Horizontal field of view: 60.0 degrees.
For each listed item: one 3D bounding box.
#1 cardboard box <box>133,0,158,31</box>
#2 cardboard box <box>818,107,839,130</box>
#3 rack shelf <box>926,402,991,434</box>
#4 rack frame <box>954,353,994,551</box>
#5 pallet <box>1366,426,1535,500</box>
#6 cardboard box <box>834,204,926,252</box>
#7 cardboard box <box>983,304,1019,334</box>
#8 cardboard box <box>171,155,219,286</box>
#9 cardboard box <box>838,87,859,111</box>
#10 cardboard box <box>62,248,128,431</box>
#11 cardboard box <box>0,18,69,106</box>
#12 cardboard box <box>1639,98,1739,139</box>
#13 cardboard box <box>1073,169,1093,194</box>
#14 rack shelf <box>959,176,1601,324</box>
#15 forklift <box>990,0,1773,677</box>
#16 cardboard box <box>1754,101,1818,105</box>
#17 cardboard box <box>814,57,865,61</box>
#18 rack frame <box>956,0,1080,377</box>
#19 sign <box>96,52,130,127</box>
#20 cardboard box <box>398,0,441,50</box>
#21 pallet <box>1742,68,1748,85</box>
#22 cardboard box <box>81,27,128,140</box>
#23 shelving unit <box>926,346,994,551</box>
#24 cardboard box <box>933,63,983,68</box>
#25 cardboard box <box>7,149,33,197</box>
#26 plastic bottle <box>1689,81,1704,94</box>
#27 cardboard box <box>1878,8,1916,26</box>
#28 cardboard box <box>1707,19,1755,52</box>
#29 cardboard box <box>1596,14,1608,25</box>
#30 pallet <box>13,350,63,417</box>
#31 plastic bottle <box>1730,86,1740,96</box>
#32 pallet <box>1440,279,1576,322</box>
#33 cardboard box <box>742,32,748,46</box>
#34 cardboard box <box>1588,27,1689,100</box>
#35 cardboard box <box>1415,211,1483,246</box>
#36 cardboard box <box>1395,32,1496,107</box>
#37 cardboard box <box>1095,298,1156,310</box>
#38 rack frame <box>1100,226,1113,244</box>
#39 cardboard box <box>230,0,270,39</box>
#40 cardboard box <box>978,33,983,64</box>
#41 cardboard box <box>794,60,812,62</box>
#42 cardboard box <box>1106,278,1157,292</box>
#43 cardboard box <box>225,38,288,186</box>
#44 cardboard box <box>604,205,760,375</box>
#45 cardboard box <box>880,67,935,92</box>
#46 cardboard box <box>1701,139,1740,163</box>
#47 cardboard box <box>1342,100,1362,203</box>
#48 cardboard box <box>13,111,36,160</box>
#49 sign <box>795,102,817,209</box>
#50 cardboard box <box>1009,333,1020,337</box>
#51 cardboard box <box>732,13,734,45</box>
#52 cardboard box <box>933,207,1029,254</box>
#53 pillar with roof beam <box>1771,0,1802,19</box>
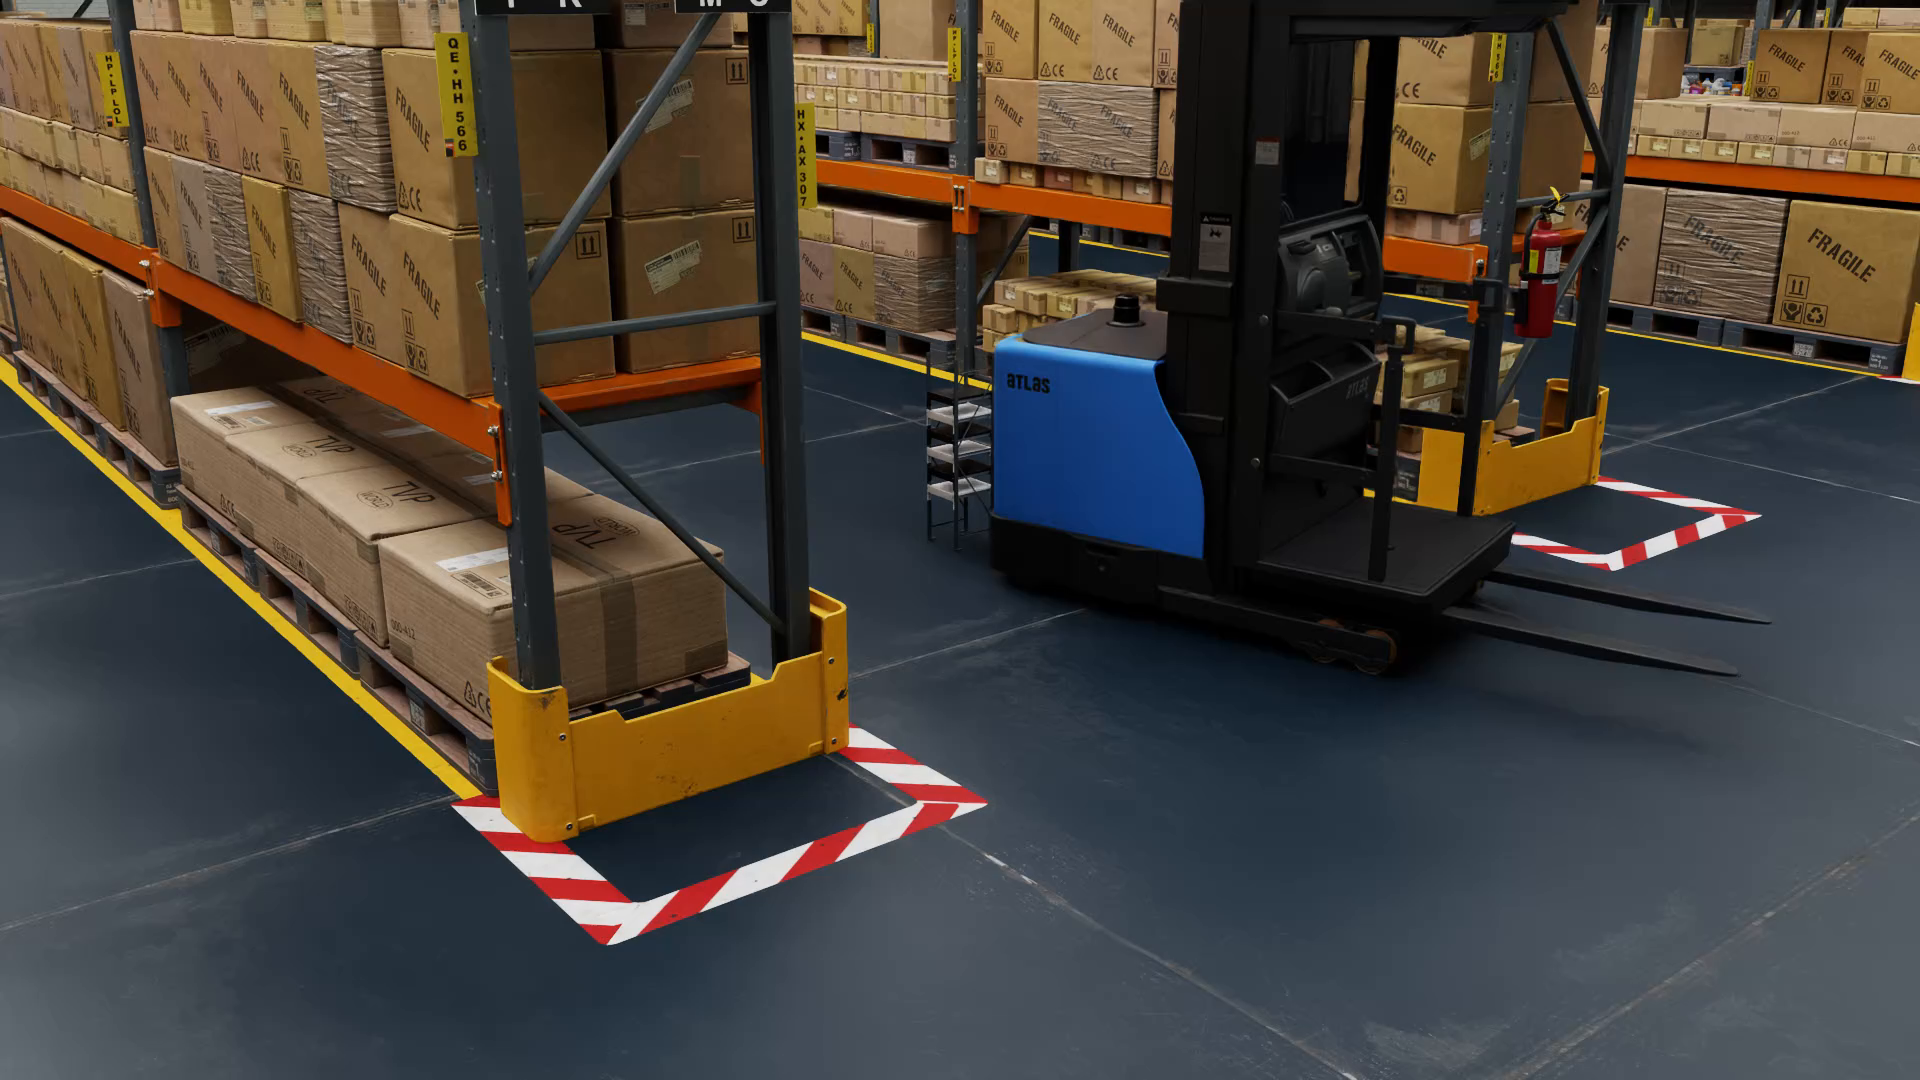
[{"bbox_3d":[-3.426,-2.340,7.376,0.380,0.149,0.250,-14,23,-37],"label":"cardboard box"},{"bbox_3d":[-0.814,-3.089,12.151,0.380,0.149,0.250,-13,22,-34],"label":"cardboard box"},{"bbox_3d":[0.005,-0.564,7.669,0.258,0.077,0.200,-14,23,-36],"label":"rack shelf"},{"bbox_3d":[0.068,-0.400,7.639,0.240,0.900,0.006,-14,23,-36],"label":"rack frame"},{"bbox_3d":[2.359,-0.546,9.175,1.003,0.211,1.213,-14,23,-36],"label":"pallet"},{"bbox_3d":[-0.570,-2.262,12.036,0.500,0.250,0.500,-13,22,-34],"label":"cardboard box"},{"bbox_3d":[0.373,-1.465,10.908,0.380,0.149,0.250,-13,22,-34],"label":"cardboard box"},{"bbox_3d":[-3.023,-1.394,7.142,0.500,0.500,0.500,-14,23,-36],"label":"cardboard box"},{"bbox_3d":[-0.653,-3.167,11.915,0.380,0.149,0.250,-15,24,-39],"label":"cardboard box"},{"bbox_3d":[-4.433,-1.187,9.388,0.875,0.875,0.875,-13,22,-35],"label":"cardboard box"},{"bbox_3d":[-5.788,-2.977,10.331,0.500,0.500,0.500,-15,23,-38],"label":"cardboard box"},{"bbox_3d":[5.367,-3.103,12.226,0.500,0.250,0.500,-14,23,-36],"label":"cardboard box"},{"bbox_3d":[0.908,-2.204,10.146,0.380,0.149,0.250,-15,24,-38],"label":"cardboard box"},{"bbox_3d":[1.641,-1.795,9.656,1.077,0.370,4.000,-14,23,-36],"label":"rack shelf"},{"bbox_3d":[1.630,-1.071,6.434,3.031,2.935,1.130,12,22,33],"label":"forklift"},{"bbox_3d":[6.110,-3.079,12.155,0.500,0.250,0.500,-15,23,-38],"label":"cardboard box"},{"bbox_3d":[-0.936,-3.754,13.214,0.380,0.149,0.250,-13,22,-35],"label":"cardboard box"},{"bbox_3d":[0.399,-2.629,11.031,1.000,3.000,0.127,-14,23,-36],"label":"rack frame"},{"bbox_3d":[-3.838,-2.042,7.542,0.100,0.325,0.005,-14,23,-36],"label":"sign"},{"bbox_3d":[-1.491,-1.590,5.111,0.380,0.149,0.250,-13,23,-35],"label":"cardboard box"},{"bbox_3d":[10.845,-5.921,21.278,1.003,0.211,1.213,-14,23,-36],"label":"pallet"},{"bbox_3d":[-3.893,-2.222,8.050,0.500,0.500,0.500,-13,22,-34],"label":"cardboard box"},{"bbox_3d":[0.005,-0.425,7.715,0.258,0.900,0.210,-14,23,-36],"label":"shelving unit"},{"bbox_3d":[0.027,-3.372,12.059,0.380,0.149,0.250,-14,23,-37],"label":"cardboard box"},{"bbox_3d":[-5.463,-2.260,10.155,0.500,0.250,0.500,-15,23,-38],"label":"cardboard box"},{"bbox_3d":[7.555,-4.566,17.065,0.061,0.283,0.133,-14,23,-36],"label":"plastic bottle"},{"bbox_3d":[13.929,-7.718,24.542,0.500,0.250,0.500,-14,23,-37],"label":"cardboard box"},{"bbox_3d":[12.424,-8.131,26.788,0.700,0.500,0.500,-14,23,-36],"label":"cardboard box"},{"bbox_3d":[10.903,-8.895,28.967,0.500,0.500,0.500,-15,23,-37],"label":"cardboard box"},{"bbox_3d":[-5.472,-1.091,10.822,1.003,0.211,1.213,-14,23,-36],"label":"pallet"},{"bbox_3d":[8.170,-4.676,17.529,0.097,0.201,0.097,0,18,0],"label":"plastic bottle"},{"bbox_3d":[4.760,-2.046,13.706,1.003,0.211,1.213,-14,23,-36],"label":"pallet"},{"bbox_3d":[-2.377,-6.477,22.020,0.875,0.500,0.500,-14,23,-36],"label":"cardboard box"},{"bbox_3d":[5.073,-3.580,12.476,0.500,0.500,0.500,-15,23,-38],"label":"cardboard box"},{"bbox_3d":[2.458,-1.550,8.170,0.380,0.149,0.250,-14,23,-36],"label":"cardboard box"},{"bbox_3d":[2.403,-2.371,8.029,0.500,0.500,0.500,-15,23,-37],"label":"cardboard box"},{"bbox_3d":[1.044,-1.362,10.124,0.380,0.149,0.250,-13,23,-35],"label":"cardboard box"},{"bbox_3d":[1.866,-4.558,16.856,1.000,3.000,0.127,-14,23,-36],"label":"rack frame"},{"bbox_3d":[-2.495,-1.961,6.231,0.380,0.149,0.250,-14,23,-36],"label":"cardboard box"},{"bbox_3d":[0.531,-5.383,18.515,0.797,0.503,0.637,-11,21,-31],"label":"cardboard box"},{"bbox_3d":[-1.298,-3.567,12.649,0.380,0.149,0.250,-13,22,-34],"label":"cardboard box"},{"bbox_3d":[1.174,-1.606,10.861,0.380,0.149,0.250,-14,23,-37],"label":"cardboard box"},{"bbox_3d":[-2.384,-1.617,6.224,0.500,0.500,0.500,-14,23,-37],"label":"cardboard box"},{"bbox_3d":[-1.008,-0.875,5.573,0.500,0.500,0.500,-14,23,-37],"label":"cardboard box"},{"bbox_3d":[-0.330,-3.183,11.488,0.380,0.149,0.250,-15,23,-38],"label":"cardboard box"},{"bbox_3d":[5.557,-2.806,11.965,0.380,0.149,0.250,-14,23,-36],"label":"cardboard box"},{"bbox_3d":[2.086,-2.021,8.561,0.500,0.500,0.500,-14,23,-37],"label":"cardboard box"},{"bbox_3d":[-5.161,-2.364,9.674,0.500,0.250,0.500,-14,23,-36],"label":"cardboard box"},{"bbox_3d":[-0.496,-1.208,5.236,0.100,0.325,0.005,-14,23,-36],"label":"sign"},{"bbox_3d":[0.538,-1.257,10.755,0.380,0.149,0.250,-13,22,-35],"label":"cardboard box"},{"bbox_3d":[-2.356,-4.250,14.175,0.700,0.500,0.500,-14,23,-36],"label":"cardboard box"},{"bbox_3d":[0.147,-2.232,11.946,0.500,0.250,0.500,-15,24,-38],"label":"cardboard box"},{"bbox_3d":[10.011,-9.955,23.612,9.100,9.000,0.400,-14,23,-36],"label":"pillar with roof beam"}]
